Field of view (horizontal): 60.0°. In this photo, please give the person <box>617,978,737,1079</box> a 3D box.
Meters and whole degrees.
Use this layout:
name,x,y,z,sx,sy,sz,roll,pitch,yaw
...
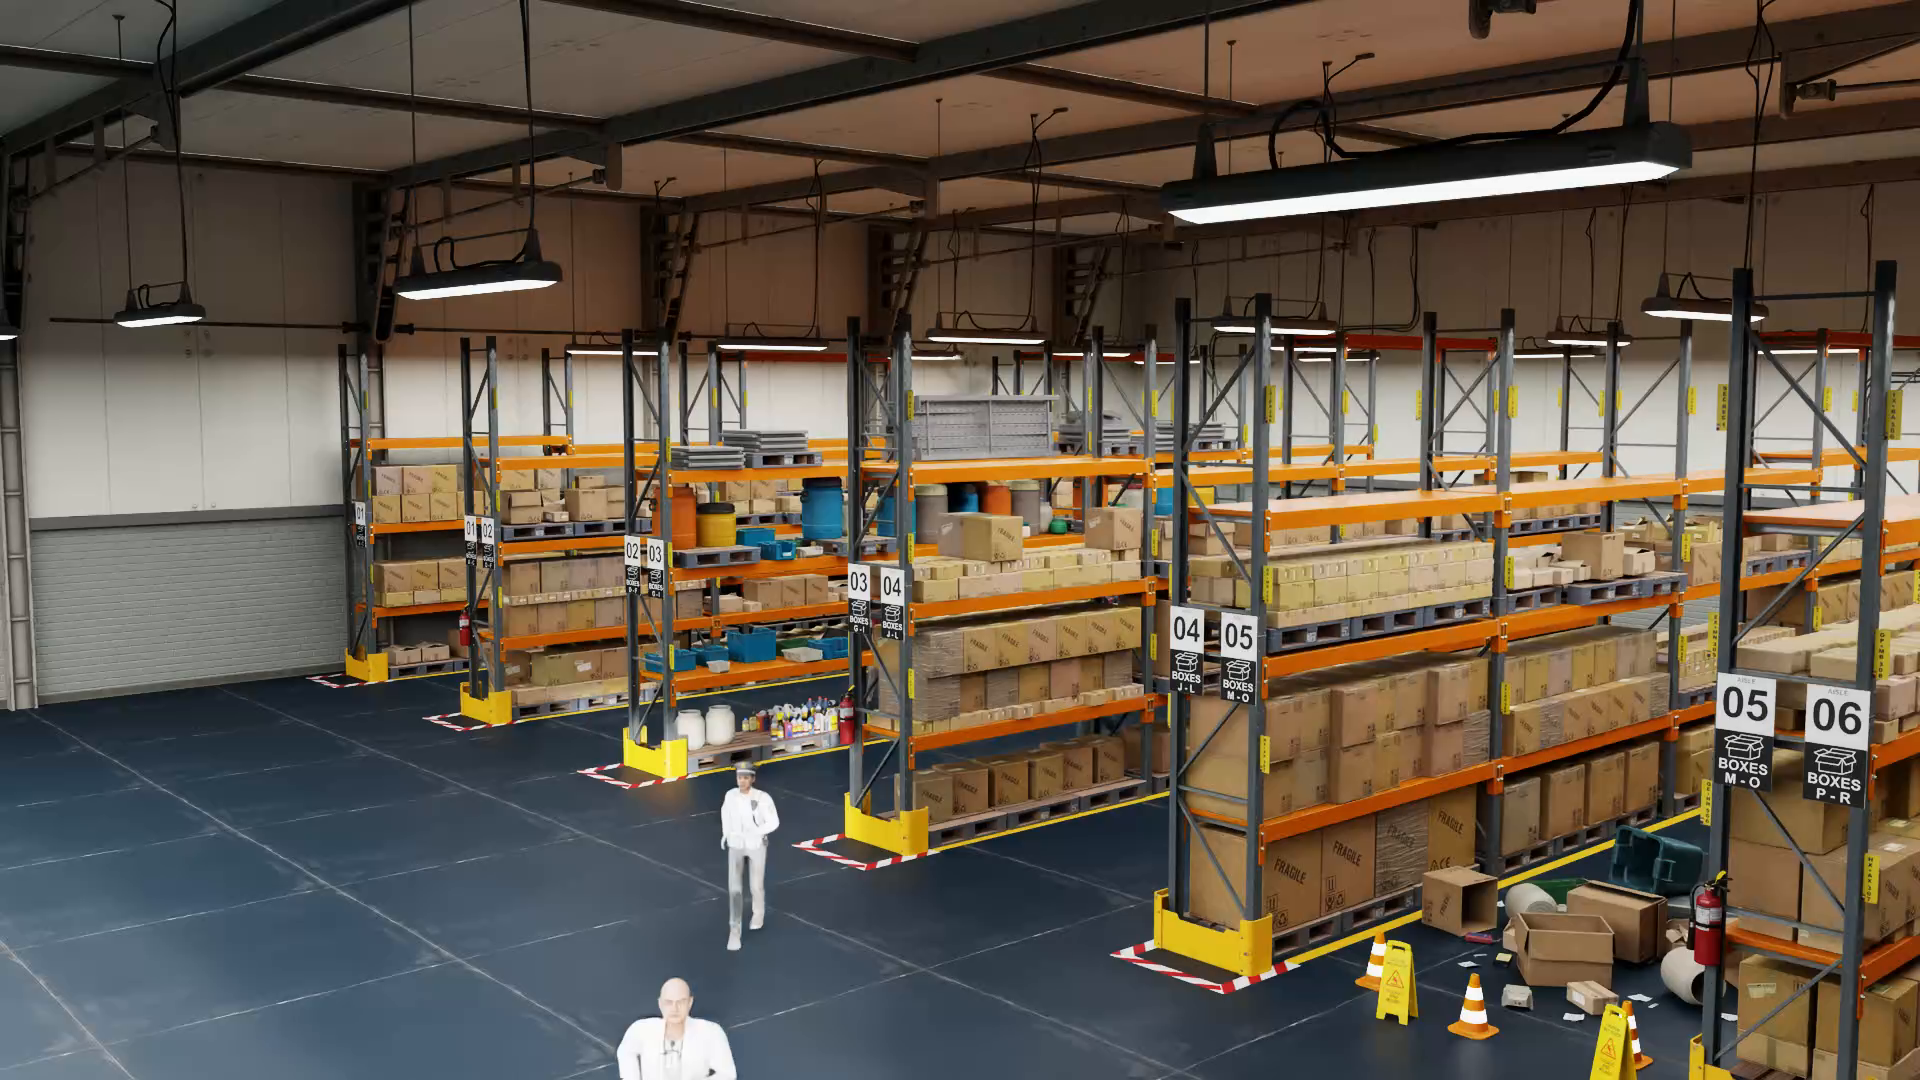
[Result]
name,x,y,z,sx,sy,sz,roll,pitch,yaw
person,-1.633,3.416,9.587,0.694,1.824,0.875,-1,5,-7

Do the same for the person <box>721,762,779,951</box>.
name,x,y,z,sx,sy,sz,roll,pitch,yaw
person,-1.980,2.923,15.646,0.595,1.753,0.734,0,5,4

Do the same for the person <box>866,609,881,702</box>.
name,x,y,z,sx,sy,sz,roll,pitch,yaw
person,-1.382,1.839,27.530,0.575,1.658,0.897,5,7,43

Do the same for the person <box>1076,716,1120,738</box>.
name,x,y,z,sx,sy,sz,roll,pitch,yaw
person,1.909,2.138,23.656,0.700,1.754,0.989,4,7,39
